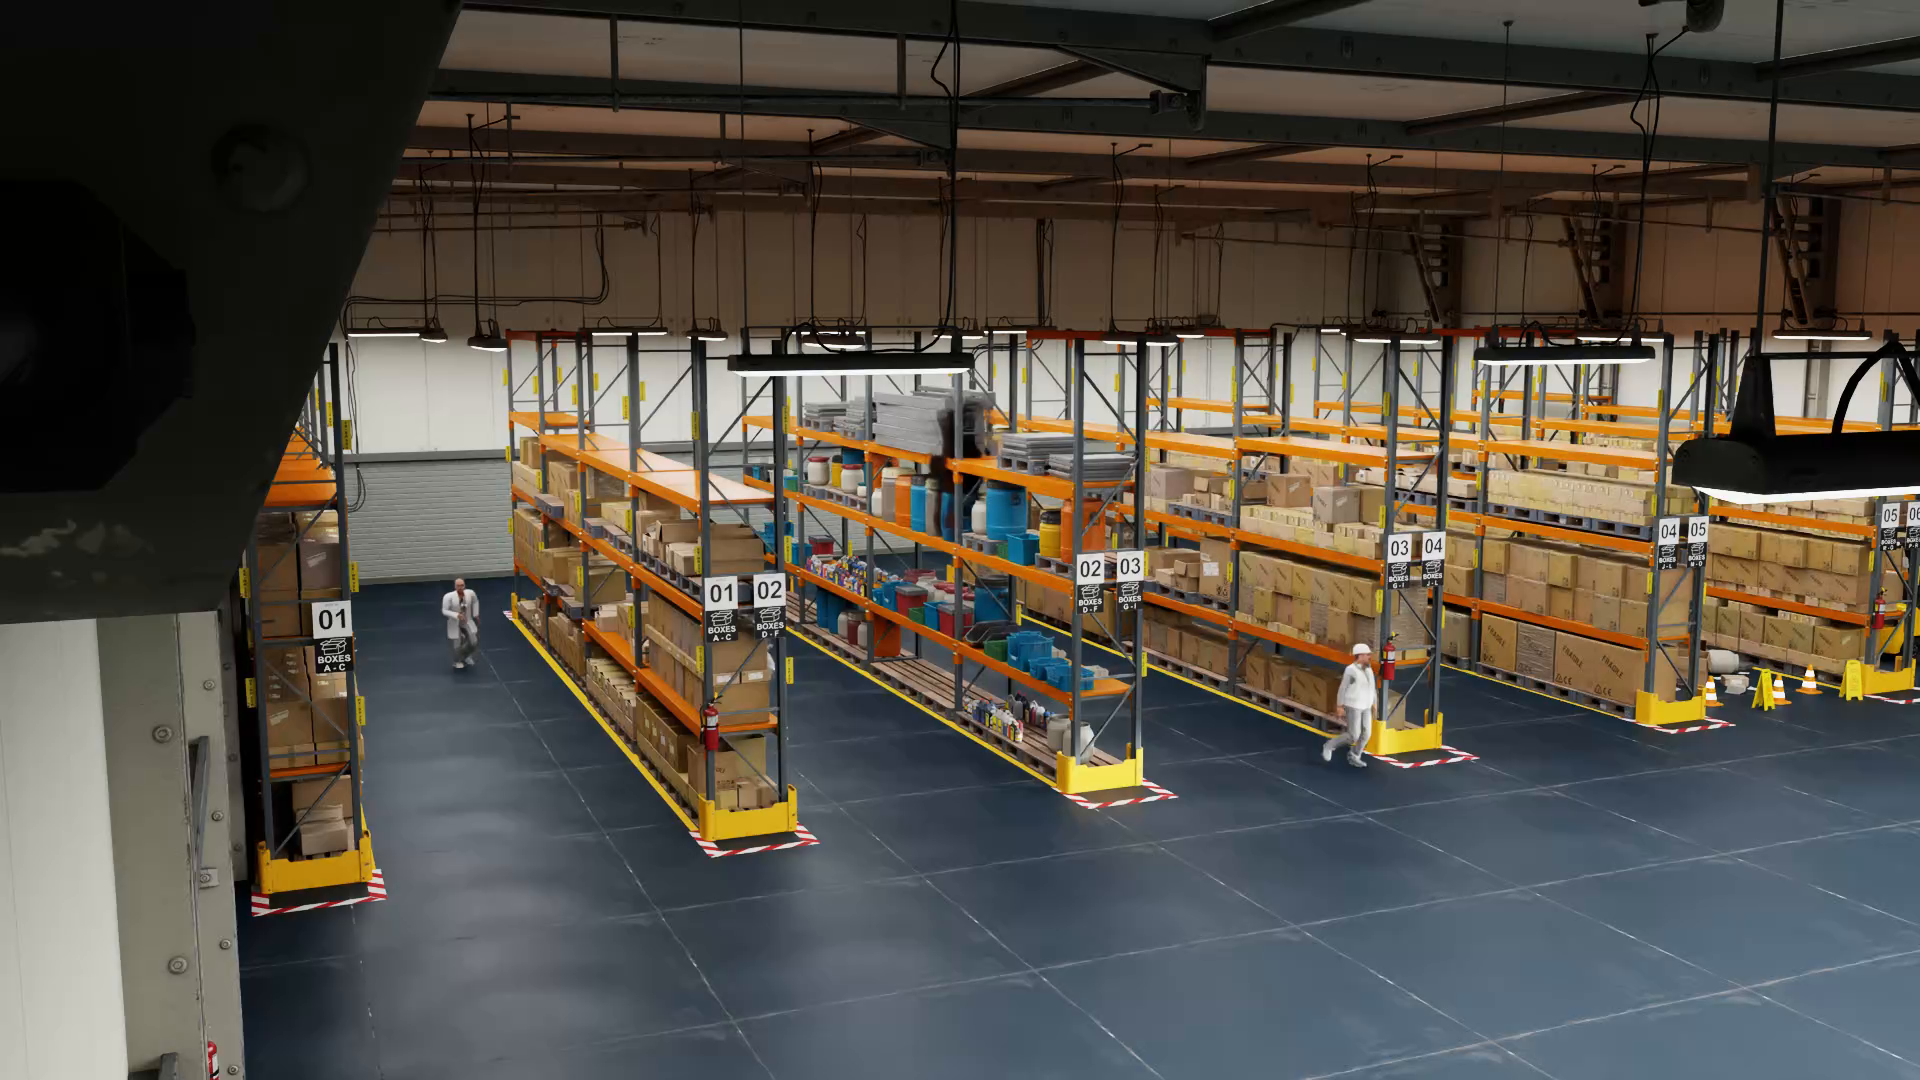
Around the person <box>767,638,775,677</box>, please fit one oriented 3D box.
[{"bbox_3d":[-3.269,1.880,27.287,0.963,1.490,0.697,7,10,42],"label":"person"}]

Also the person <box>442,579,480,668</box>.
[{"bbox_3d":[-8.864,1.494,29.566,0.704,1.663,0.858,-5,9,-32],"label":"person"}]

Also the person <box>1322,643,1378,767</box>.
[{"bbox_3d":[5.454,2.301,23.244,0.698,1.741,0.571,-6,10,-39],"label":"person"}]
